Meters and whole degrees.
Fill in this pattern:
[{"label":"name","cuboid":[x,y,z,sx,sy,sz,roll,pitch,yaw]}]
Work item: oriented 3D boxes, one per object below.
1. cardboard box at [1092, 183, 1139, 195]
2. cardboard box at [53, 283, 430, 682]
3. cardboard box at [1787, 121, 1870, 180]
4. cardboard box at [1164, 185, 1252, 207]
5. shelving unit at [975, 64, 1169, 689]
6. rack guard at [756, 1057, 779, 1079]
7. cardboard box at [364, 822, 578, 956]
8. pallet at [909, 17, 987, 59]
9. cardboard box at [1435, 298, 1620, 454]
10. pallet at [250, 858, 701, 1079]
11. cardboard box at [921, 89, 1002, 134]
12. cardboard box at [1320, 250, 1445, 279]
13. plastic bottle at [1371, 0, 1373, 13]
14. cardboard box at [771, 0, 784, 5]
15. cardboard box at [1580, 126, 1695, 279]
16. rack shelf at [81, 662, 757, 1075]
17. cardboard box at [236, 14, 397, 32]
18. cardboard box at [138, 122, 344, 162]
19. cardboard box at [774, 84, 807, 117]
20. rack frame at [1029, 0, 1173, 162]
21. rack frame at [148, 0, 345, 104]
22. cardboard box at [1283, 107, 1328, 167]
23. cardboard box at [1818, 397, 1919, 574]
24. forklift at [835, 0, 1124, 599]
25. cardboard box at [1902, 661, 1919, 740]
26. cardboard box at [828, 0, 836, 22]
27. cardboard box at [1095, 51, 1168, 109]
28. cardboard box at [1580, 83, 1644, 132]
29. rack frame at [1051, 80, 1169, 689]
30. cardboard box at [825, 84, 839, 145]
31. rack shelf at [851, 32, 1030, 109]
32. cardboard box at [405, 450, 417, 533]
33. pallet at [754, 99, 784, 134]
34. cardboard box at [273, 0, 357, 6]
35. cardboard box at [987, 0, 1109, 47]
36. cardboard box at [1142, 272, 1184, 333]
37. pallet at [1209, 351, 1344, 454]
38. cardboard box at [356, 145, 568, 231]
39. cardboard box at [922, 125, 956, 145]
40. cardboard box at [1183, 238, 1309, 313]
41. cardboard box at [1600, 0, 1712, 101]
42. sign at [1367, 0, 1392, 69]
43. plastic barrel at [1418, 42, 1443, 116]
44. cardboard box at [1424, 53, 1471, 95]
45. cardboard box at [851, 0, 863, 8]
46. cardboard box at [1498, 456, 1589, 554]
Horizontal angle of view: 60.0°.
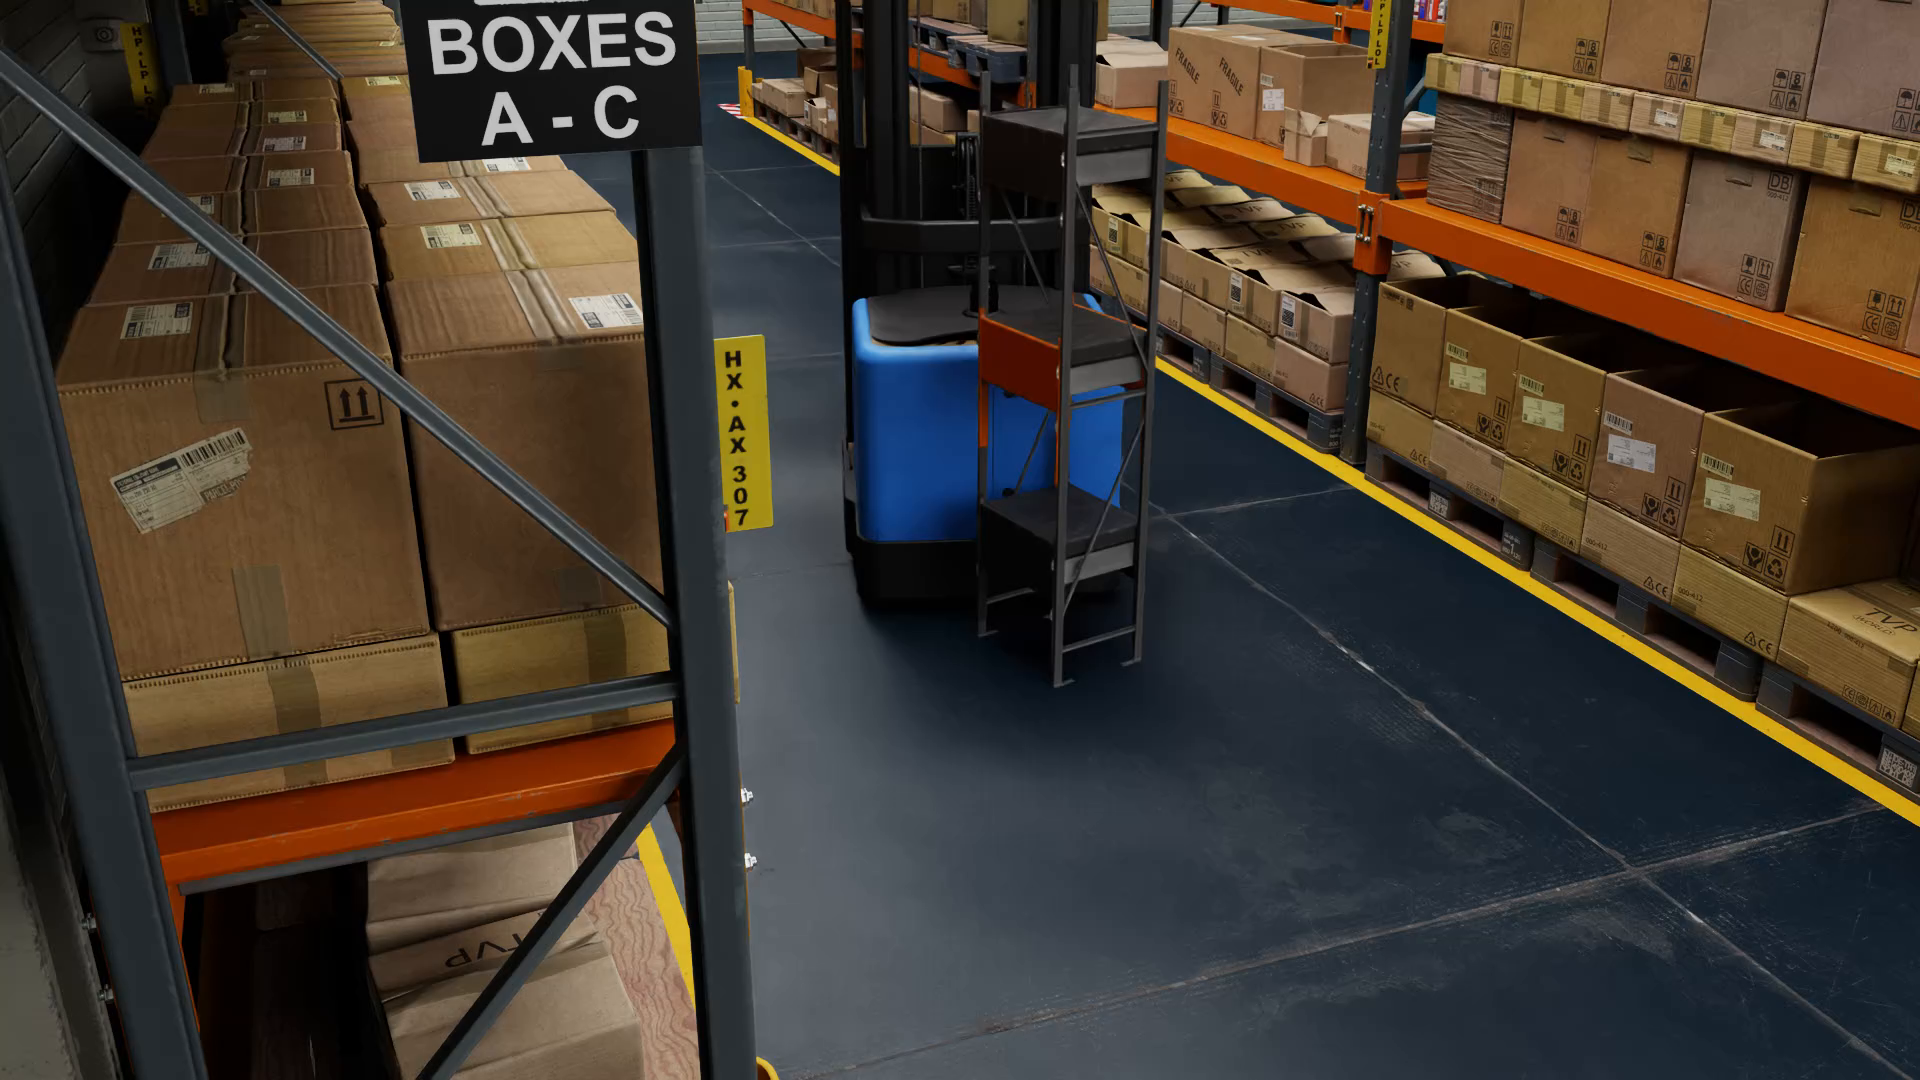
[{"label":"cardboard box","cuboid":[0.854,-2.236,10.970,0.500,0.311,0.500,-7,24,-17]},{"label":"cardboard box","cuboid":[-1.229,-0.121,2.878,0.500,0.500,0.500,-9,24,-20]},{"label":"cardboard box","cuboid":[2.998,-1.303,5.514,0.380,0.149,0.250,-8,24,-18]},{"label":"cardboard box","cuboid":[1.549,-2.122,10.699,0.500,0.311,0.500,-9,24,-20]},{"label":"shelving unit","cuboid":[0.369,-0.555,5.862,0.431,2.100,0.503,-14,27,-30]},{"label":"rack guard","cuboid":[-0.890,1.431,3.212,1.175,0.500,0.348,-8,24,-19]},{"label":"cardboard box","cuboid":[-1.225,0.872,4.215,0.500,0.311,0.500,-6,24,-15]},{"label":"pallet","cuboid":[0.252,-3.899,12.886,1.003,0.211,1.213,-8,24,-19]},{"label":"cardboard box","cuboid":[2.411,-0.708,7.102,0.500,0.500,0.500,-8,24,-19]},{"label":"pallet","cuboid":[-1.144,1.264,3.980,1.003,0.211,1.213,-8,24,-19]},{"label":"cardboard box","cuboid":[0.004,-3.376,13.085,0.500,0.250,0.500,-9,24,-20]},{"label":"cardboard box","cuboid":[2.272,-1.380,8.939,0.500,0.311,0.500,-9,24,-20]},{"label":"plastic bottle","cuboid":[3.943,-5.119,15.683,0.061,0.283,0.133,-8,24,-19]},{"label":"cardboard box","cuboid":[-1.611,-5.667,16.705,0.500,0.500,0.500,-8,24,-19]},{"label":"cardboard box","cuboid":[2.885,-1.340,6.439,0.700,0.500,0.500,-8,24,-18]},{"label":"rack shelf","cuboid":[-1.570,-0.089,4.525,1.077,0.370,4.000,-8,24,-19]},{"label":"cardboard box","cuboid":[-3.053,-2.230,7.984,0.700,0.500,0.500,-8,24,-19]},{"label":"cardboard box","cuboid":[-1.956,-0.863,4.637,0.500,0.500,0.500,-8,24,-18]},{"label":"cardboard box","cuboid":[-1.603,-4.524,17.095,0.500,0.250,0.500,-8,24,-19]},{"label":"rack frame","cuboid":[0.943,-3.281,11.173,1.000,3.000,0.127,-8,24,-19]},{"label":"rack frame","cuboid":[-2.276,-1.147,6.109,1.000,3.000,0.127,-8,24,-19]},{"label":"cardboard box","cuboid":[1.874,-2.060,8.449,0.396,0.266,0.258,-9,24,-20]},{"label":"cardboard box","cuboid":[3.421,-0.233,5.975,0.500,0.500,0.500,-8,24,-19]},{"label":"forklift","cuboid":[0.006,-1.651,7.393,1.130,2.935,3.031,-2,23,-4]},{"label":"cardboard box","cuboid":[3.304,0.545,5.095,0.500,0.250,0.500,-8,24,-19]},{"label":"cardboard box","cuboid":[-0.886,-4.927,14.950,0.500,0.500,0.500,-8,24,-18]},{"label":"cardboard box","cuboid":[1.078,-2.889,10.356,0.500,0.311,0.500,-9,24,-20]},{"label":"cardboard box","cuboid":[2.632,-1.678,6.404,0.380,0.149,0.250,-9,25,-21]},{"label":"rack frame","cuboid":[0.502,-0.476,5.674,0.400,2.100,0.015,-14,27,-30]},{"label":"cardboard box","cuboid":[-0.936,-3.954,15.420,0.500,0.500,0.500,-8,24,-19]},{"label":"rack shelf","cuboid":[0.237,-3.677,13.037,1.077,0.370,4.000,-8,24,-19]},{"label":"cardboard box","cuboid":[-0.936,-0.041,3.653,0.500,0.250,0.500,-9,25,-21]},{"label":"pallet","cuboid":[-1.573,-4.586,17.859,1.003,0.211,1.213,-8,24,-19]},{"label":"cardboard box","cuboid":[-3.412,-2.912,8.766,0.380,0.149,0.250,-13,26,-28]},{"label":"cardboard box","cuboid":[0.616,-3.734,11.578,0.700,0.500,0.500,-18,29,-36]},{"label":"cardboard box","cuboid":[1.402,-1.420,9.757,0.500,0.250,0.500,-8,24,-18]},{"label":"pallet","cuboid":[2.060,-0.805,8.889,1.003,0.211,1.213,-8,24,-19]},{"label":"cardboard box","cuboid":[-1.286,-0.749,4.368,0.500,0.500,0.500,-8,24,-17]},{"label":"cardboard box","cuboid":[0.020,-3.018,13.200,0.500,0.500,0.500,-9,25,-21]},{"label":"cardboard box","cuboid":[1.581,-1.490,9.202,0.500,0.311,0.500,-8,24,-19]},{"label":"cardboard box","cuboid":[2.875,-1.946,6.206,0.700,0.500,0.500,-8,24,-19]},{"label":"sign","cuboid":[1.852,-2.247,7.330,0.100,0.325,0.005,-8,24,-19]},{"label":"plastic barrel","cuboid":[4.592,-4.182,15.472,0.600,0.901,0.708,-8,24,-19]},{"label":"cardboard box","cuboid":[2.270,-2.049,7.285,0.380,0.149,0.250,-8,24,-19]},{"label":"cardboard box","cuboid":[-0.512,-4.772,14.039,0.700,0.500,0.500,-18,29,-36]},{"label":"cardboard box","cuboid":[2.580,-0.180,6.814,0.500,0.250,0.500,-8,24,-19]}]
